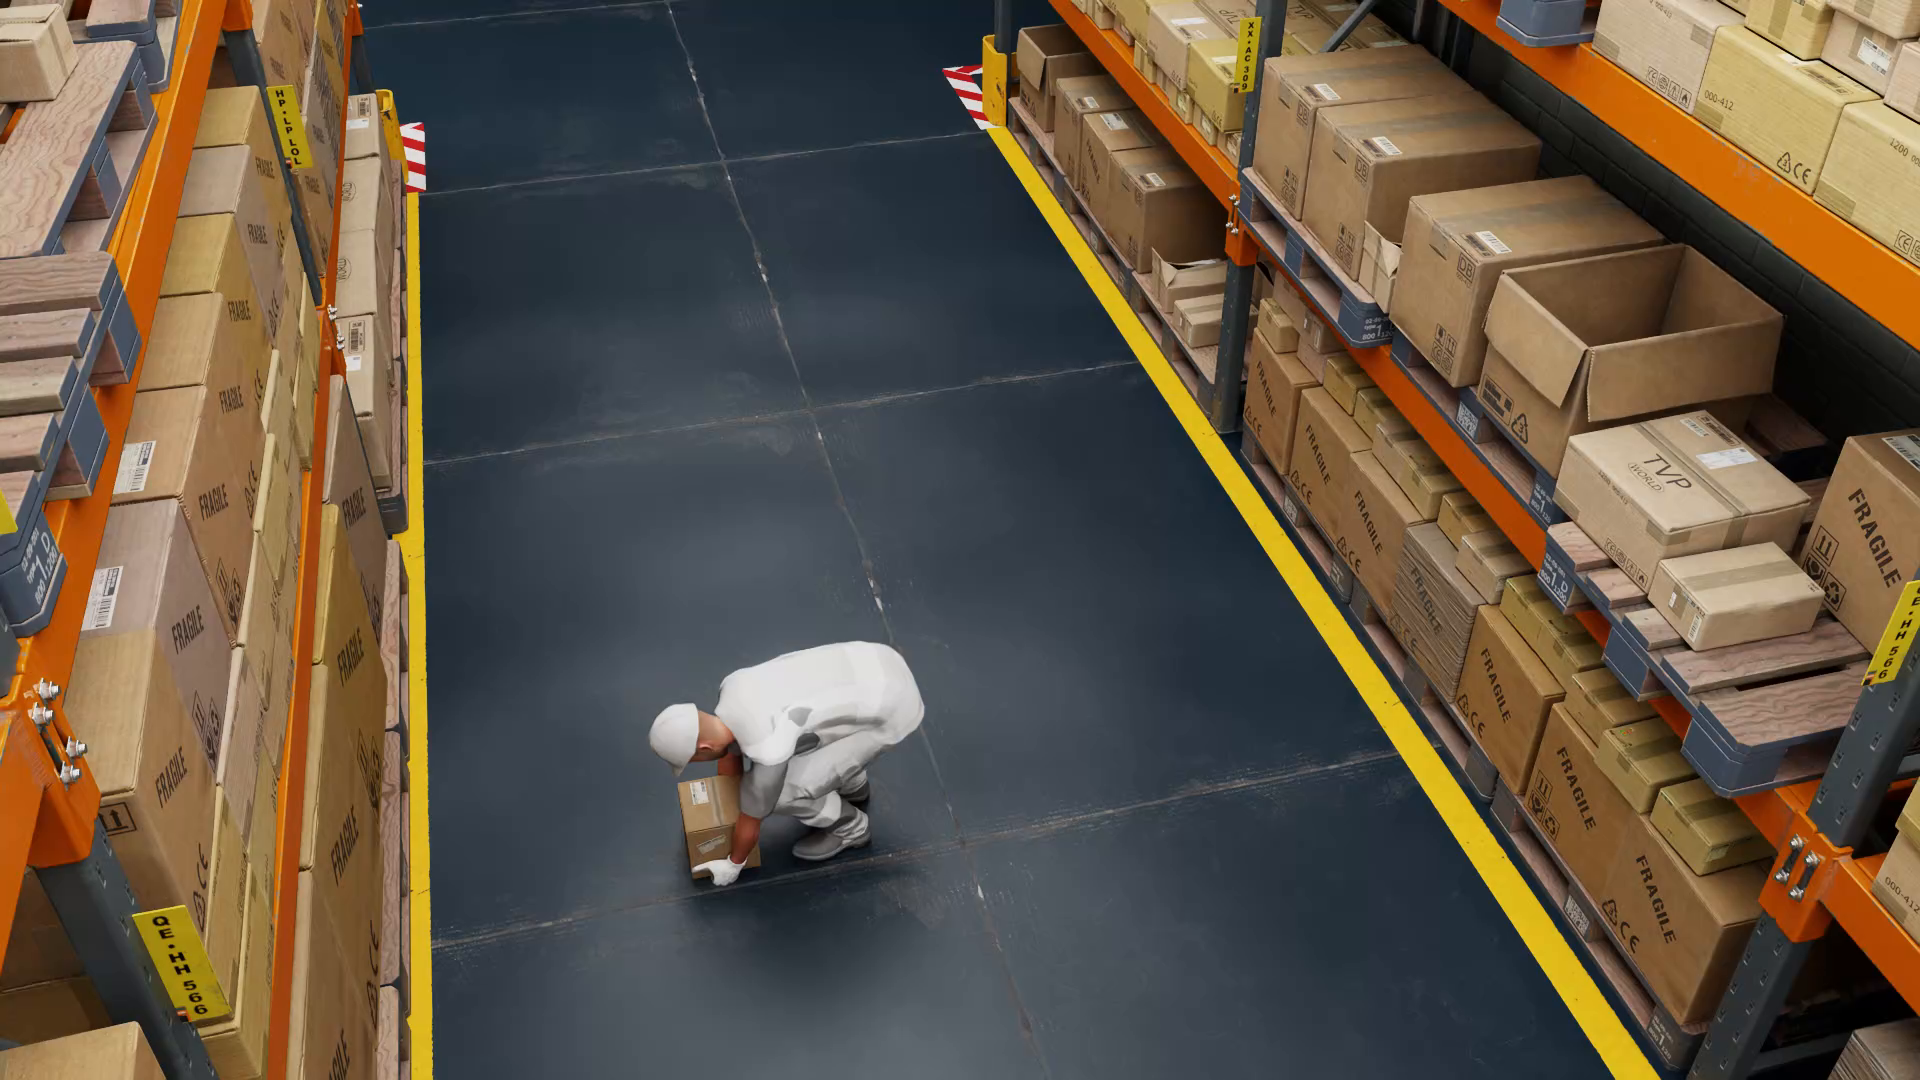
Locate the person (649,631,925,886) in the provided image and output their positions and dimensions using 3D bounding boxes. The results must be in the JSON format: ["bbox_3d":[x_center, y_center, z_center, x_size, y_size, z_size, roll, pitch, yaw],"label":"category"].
[{"bbox_3d":[-0.607,0.766,5.946,0.966,0.857,0.521,-11,39,-13],"label":"person"}]
